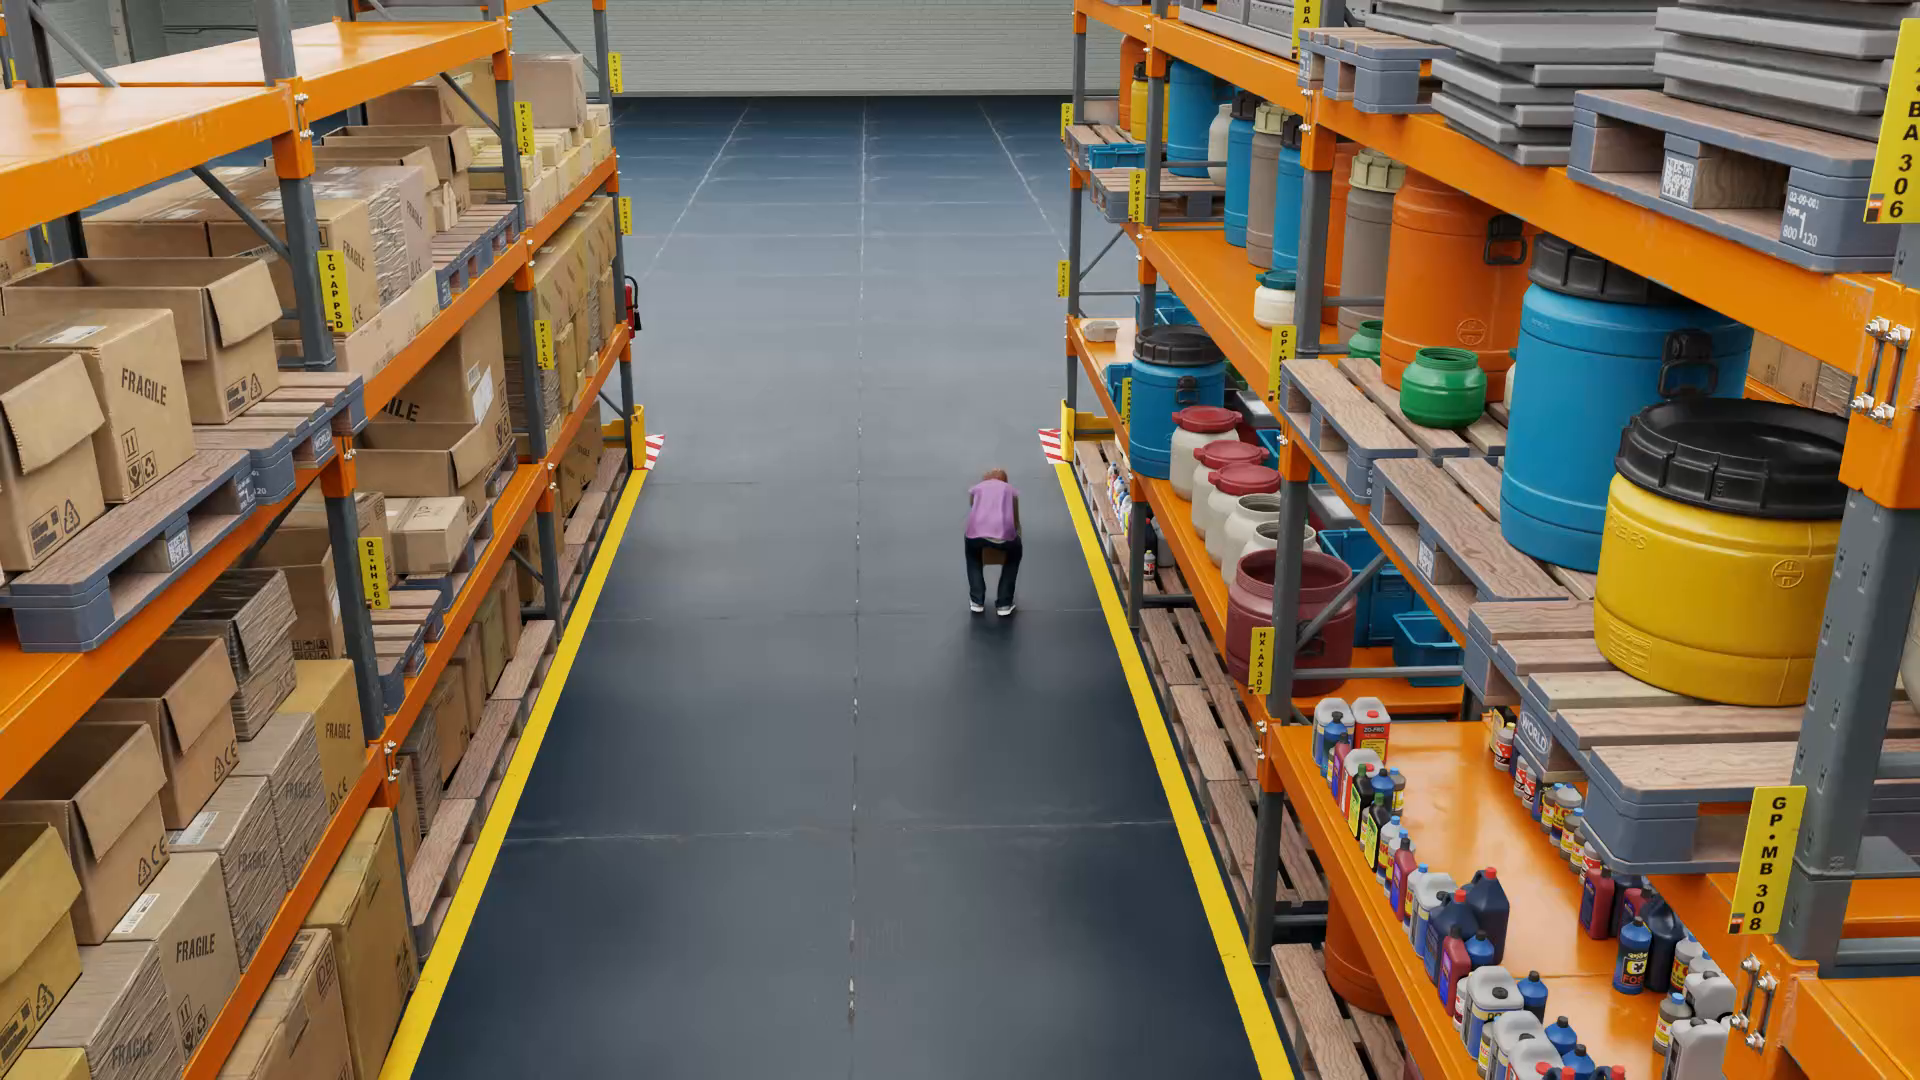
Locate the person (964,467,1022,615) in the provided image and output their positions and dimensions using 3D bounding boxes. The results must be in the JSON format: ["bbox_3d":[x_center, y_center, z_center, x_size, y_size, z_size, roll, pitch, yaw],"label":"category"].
[{"bbox_3d":[0.243,0.019,11.992,0.421,0.927,0.861,2,21,6],"label":"person"}]
